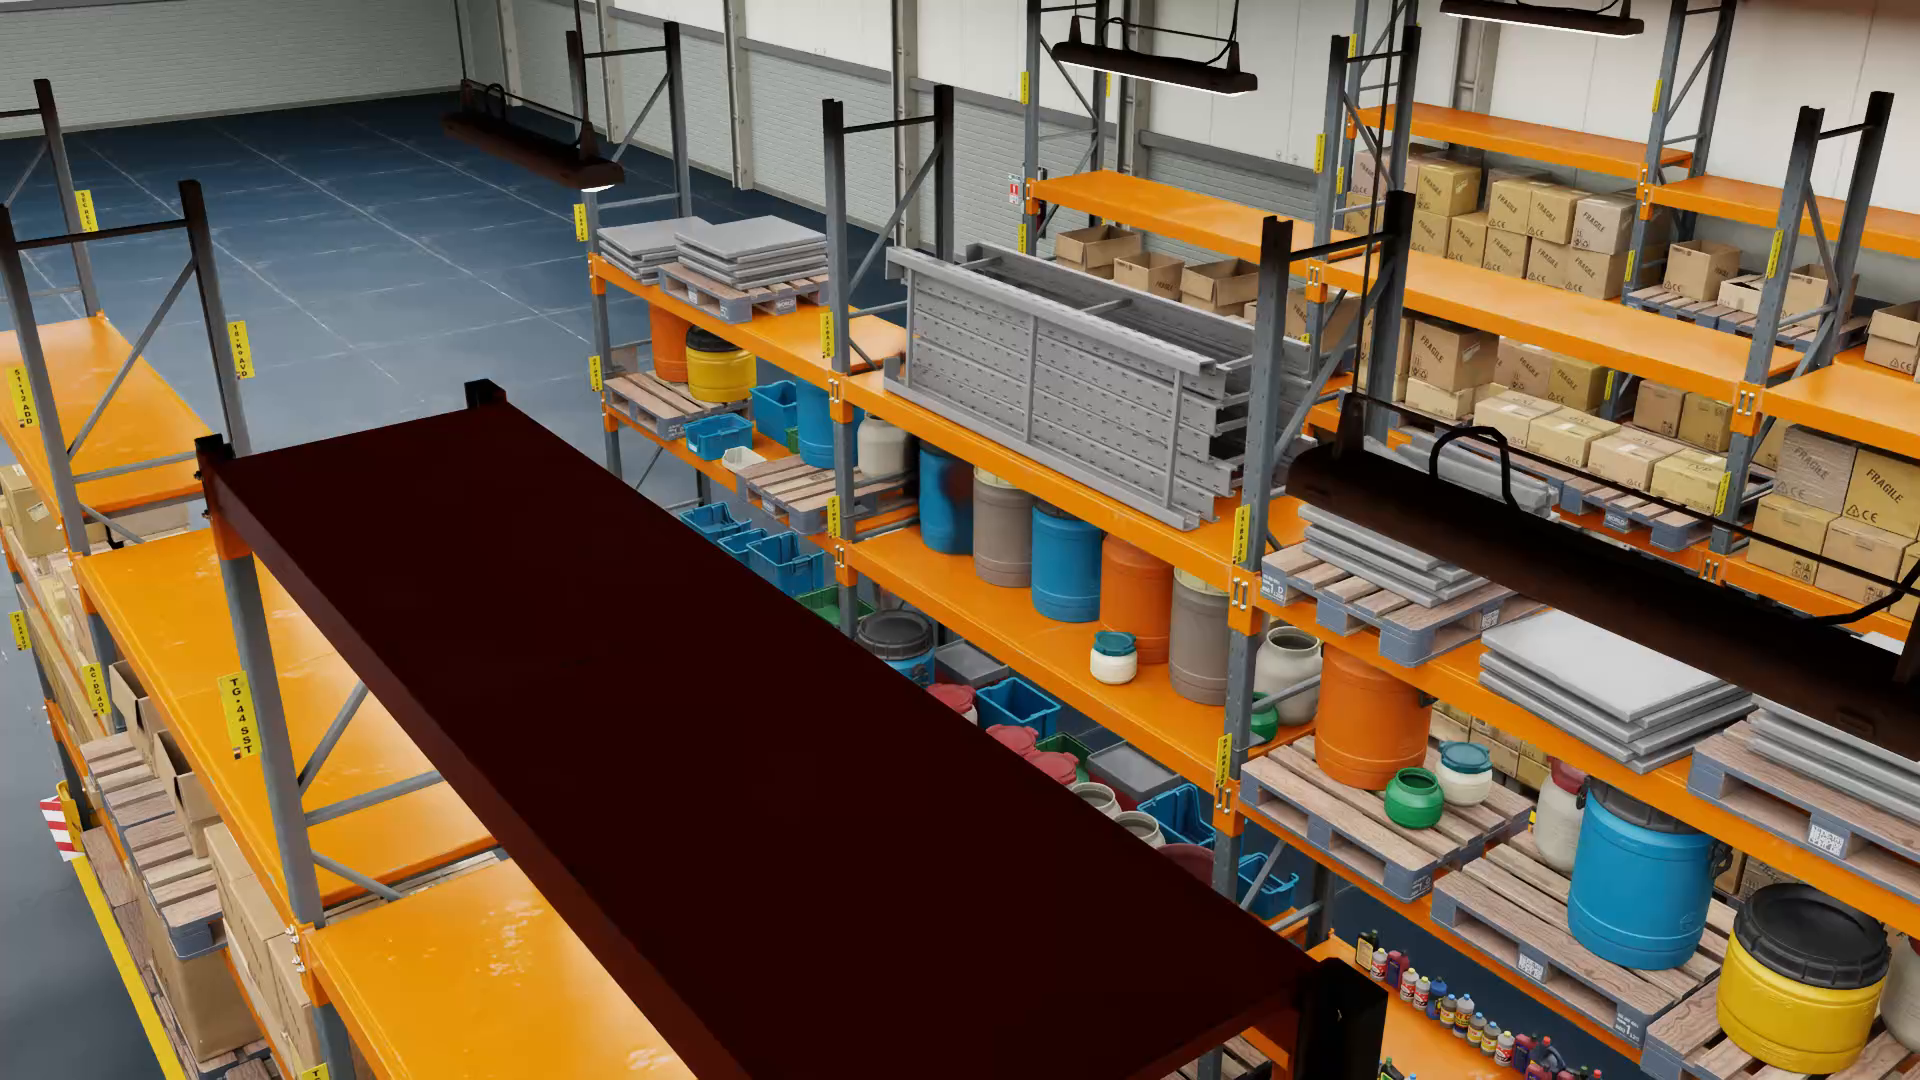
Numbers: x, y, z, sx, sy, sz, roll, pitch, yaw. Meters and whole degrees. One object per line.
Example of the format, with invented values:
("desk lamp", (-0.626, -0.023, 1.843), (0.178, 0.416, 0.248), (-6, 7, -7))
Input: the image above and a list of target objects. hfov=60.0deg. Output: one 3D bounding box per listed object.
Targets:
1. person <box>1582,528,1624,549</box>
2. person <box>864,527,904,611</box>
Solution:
("person", (6.190, 0.297, 16.318), (0.529, 1.827, 0.599), (10, 27, 21))
("person", (-0.743, 0.338, 16.129), (0.401, 1.788, 0.557), (-13, 28, -27))
